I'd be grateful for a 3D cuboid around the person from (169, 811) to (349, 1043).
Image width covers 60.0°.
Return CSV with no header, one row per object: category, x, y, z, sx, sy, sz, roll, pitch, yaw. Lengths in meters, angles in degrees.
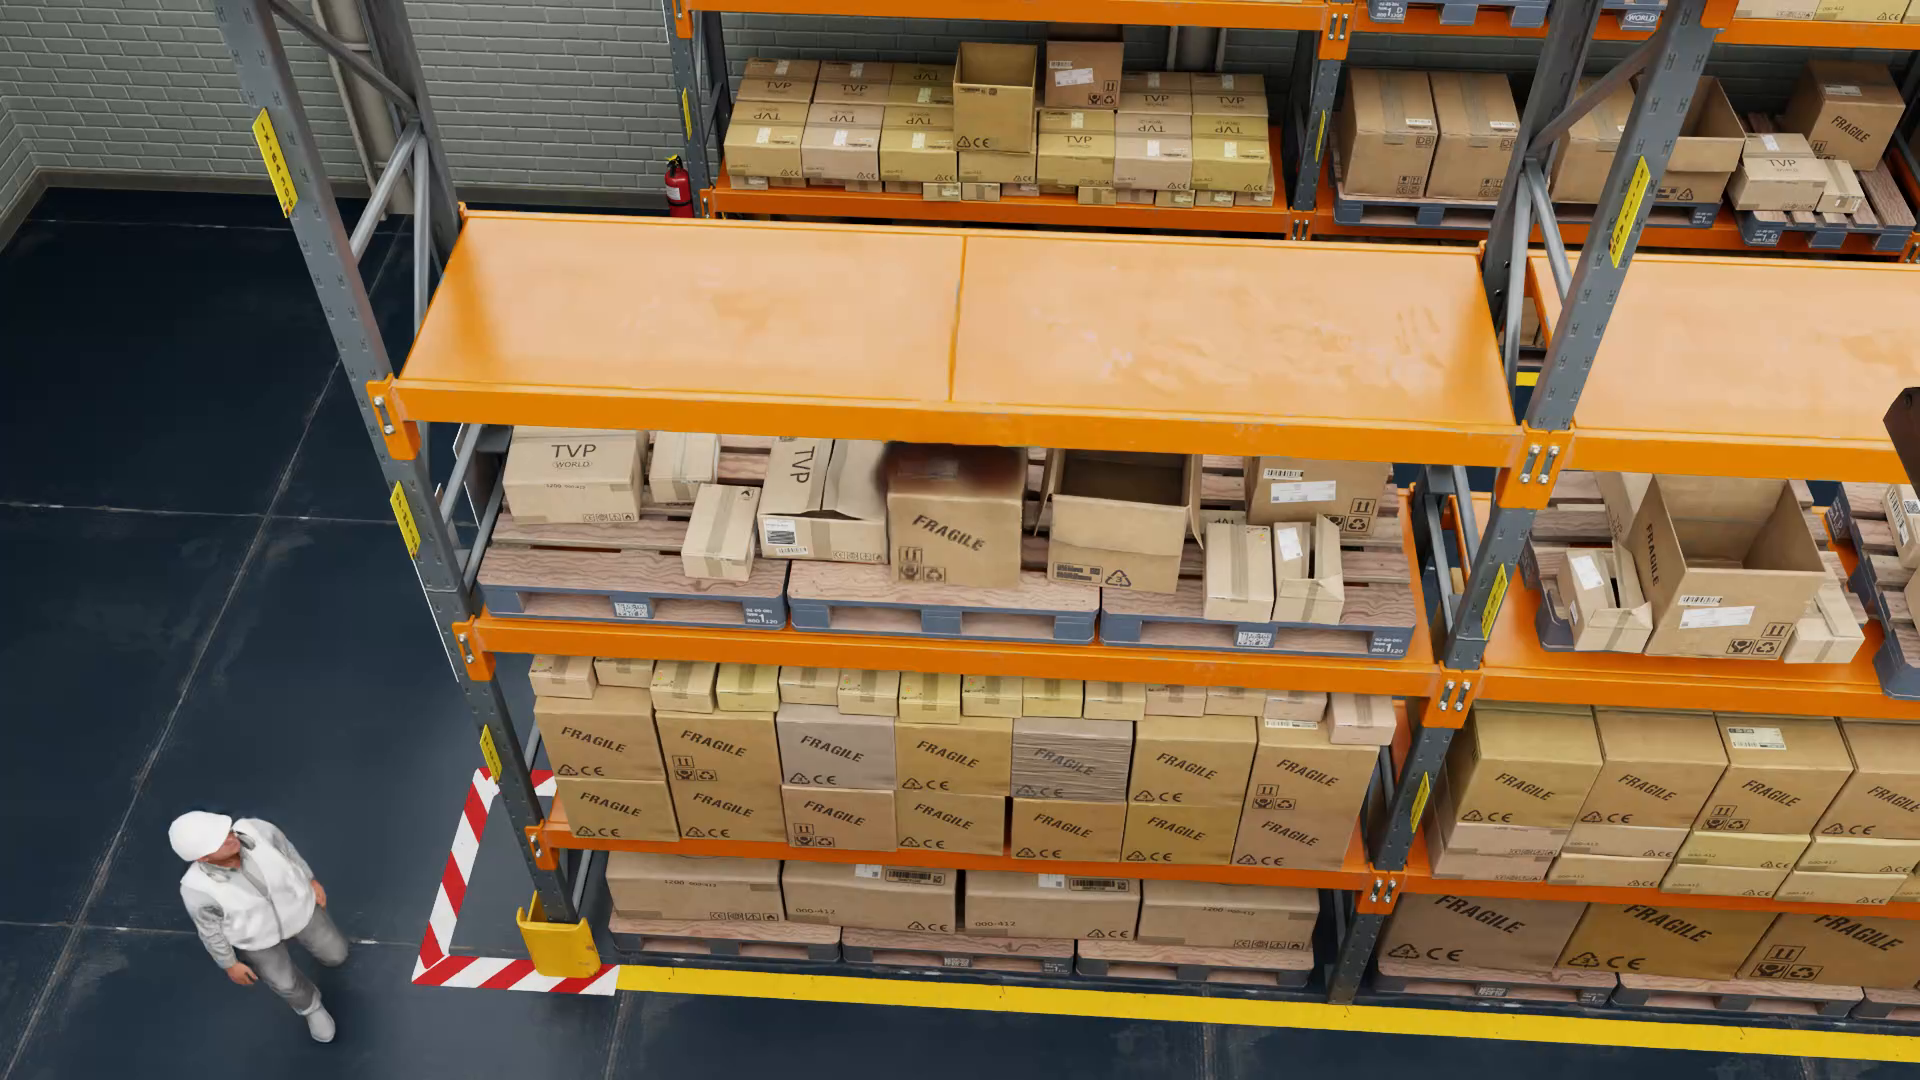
person,-3.342,1.754,7.958,0.555,1.749,0.640,-27,53,-23
